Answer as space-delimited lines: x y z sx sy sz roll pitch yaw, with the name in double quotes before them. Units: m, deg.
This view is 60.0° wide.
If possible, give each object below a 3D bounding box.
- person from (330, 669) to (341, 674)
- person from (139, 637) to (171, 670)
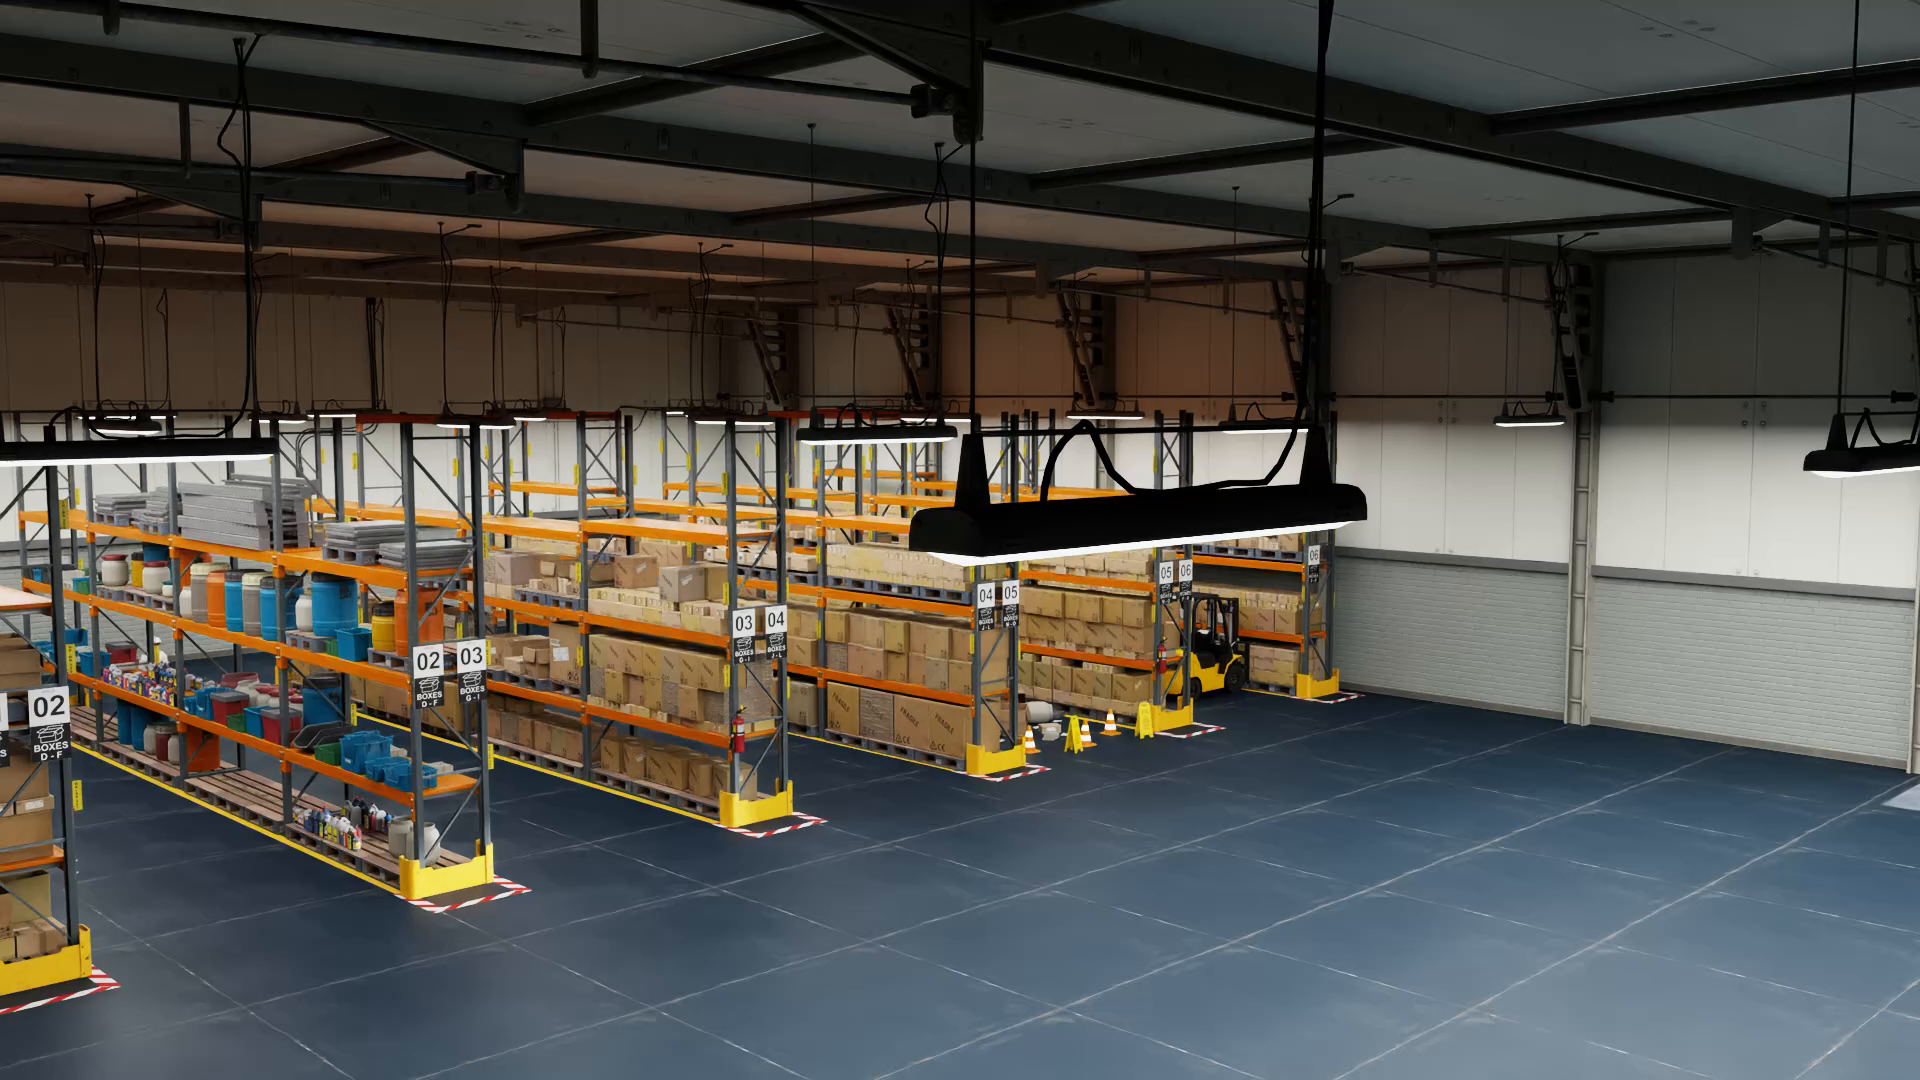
"person" -11.112 2.948 29.598 0.857 1.600 0.482 5 7 43
"person" -15.347 2.699 31.808 1.069 1.721 0.671 3 6 30
